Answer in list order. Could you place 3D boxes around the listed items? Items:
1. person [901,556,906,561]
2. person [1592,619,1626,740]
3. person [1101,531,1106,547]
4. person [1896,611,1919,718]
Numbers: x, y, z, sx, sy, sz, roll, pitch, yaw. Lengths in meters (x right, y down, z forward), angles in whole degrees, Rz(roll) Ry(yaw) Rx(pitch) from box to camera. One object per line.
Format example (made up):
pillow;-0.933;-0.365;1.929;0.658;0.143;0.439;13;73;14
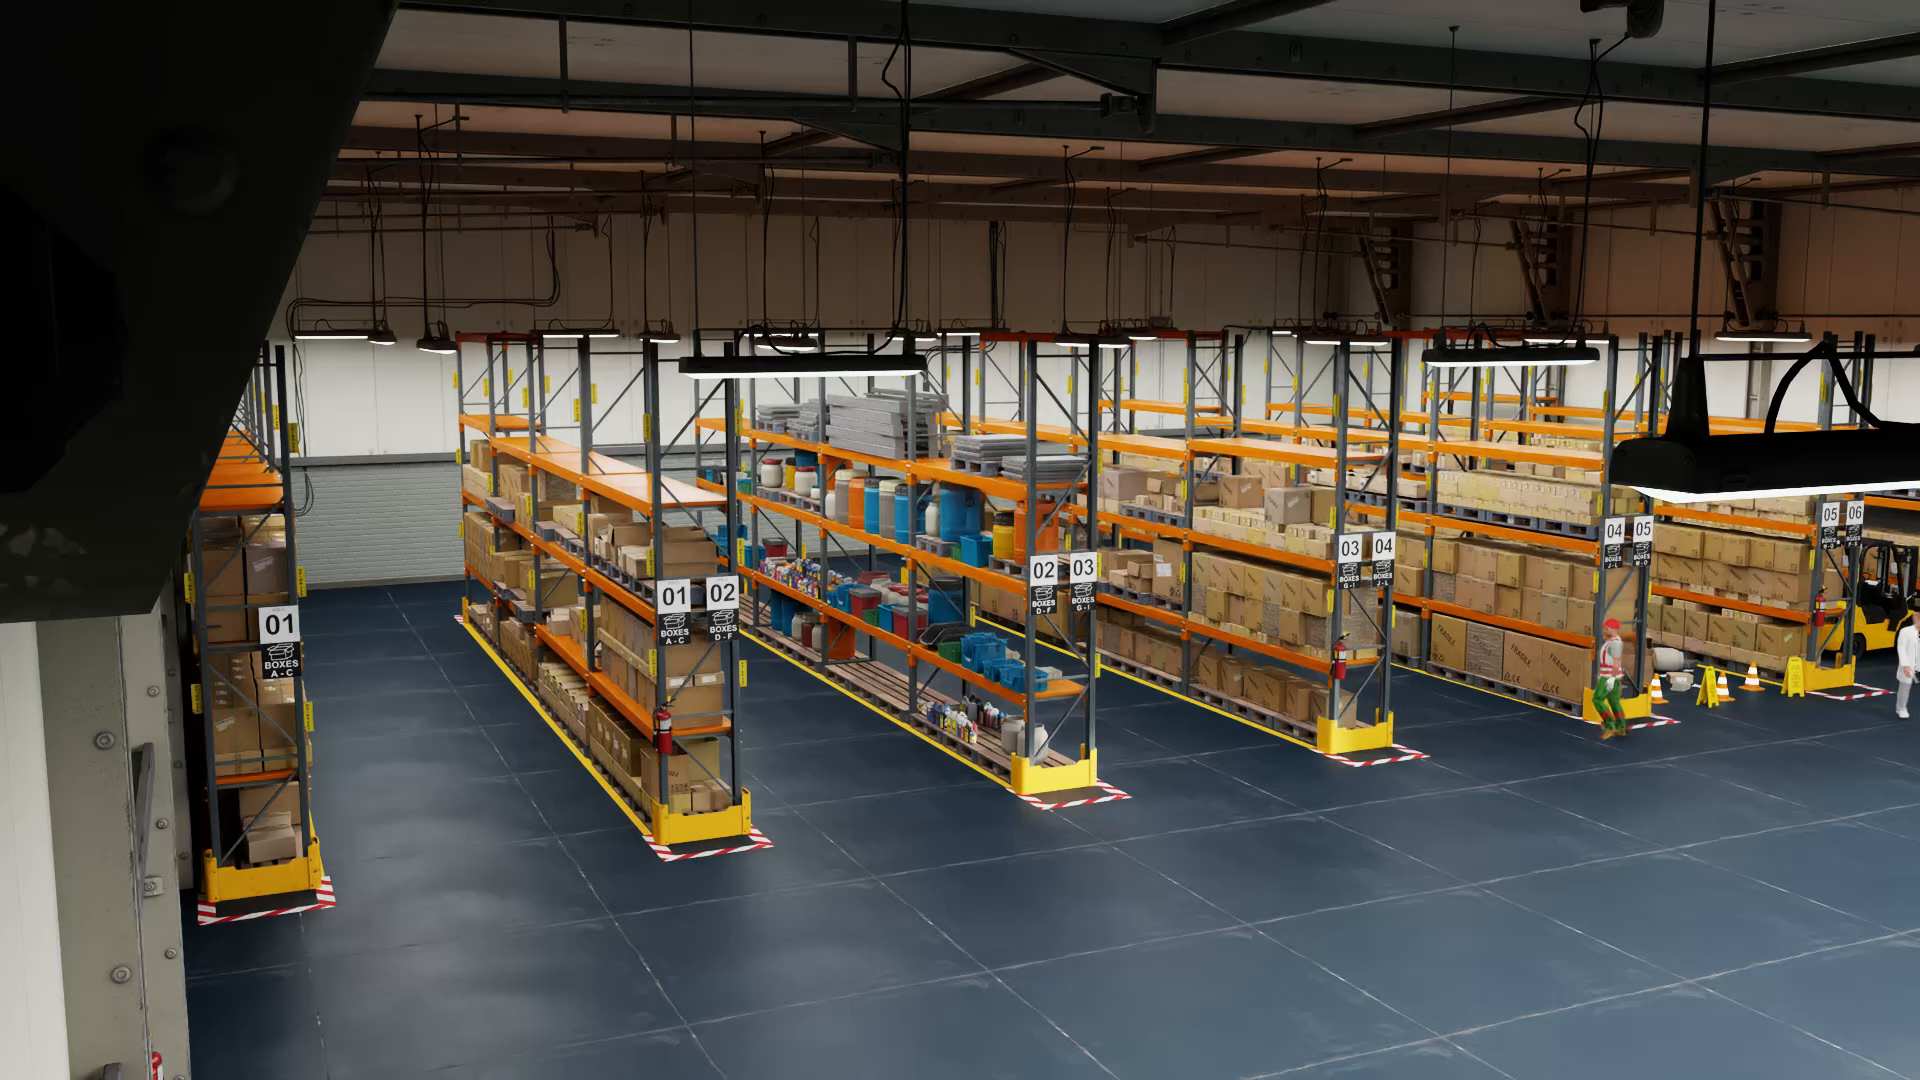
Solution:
person;-1.252;-0.350;43.162;0.519;1.736;0.999;7;10;42
person;9.810;2.081;25.041;0.499;1.794;0.585;3;8;22
person;3.619;-0.346;43.408;0.454;1.635;0.675;4;9;26
person;14.880;1.974;25.813;0.617;1.735;1.065;2;8;12
